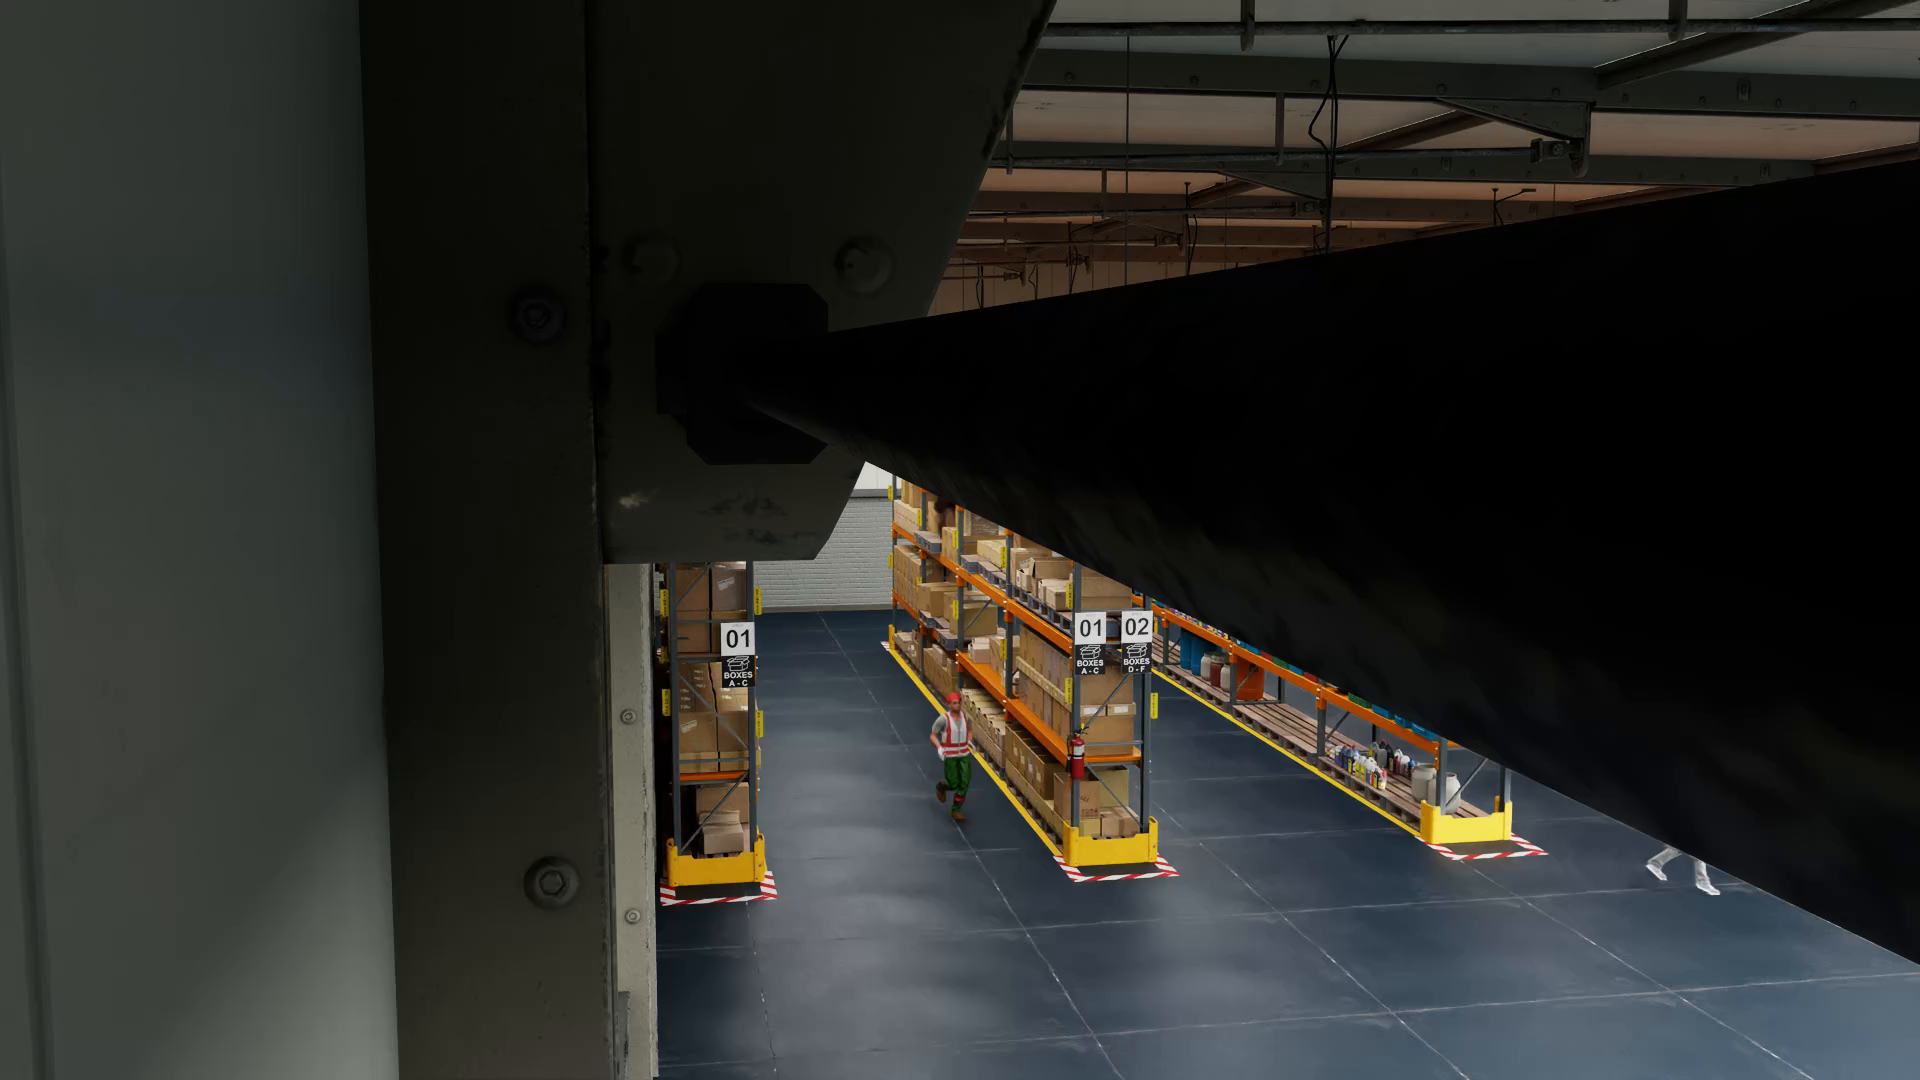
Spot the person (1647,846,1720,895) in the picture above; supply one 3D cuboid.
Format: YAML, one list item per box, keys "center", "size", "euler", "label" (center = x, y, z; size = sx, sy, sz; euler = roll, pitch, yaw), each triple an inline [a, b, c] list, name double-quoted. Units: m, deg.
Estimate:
- center: [8.675, 3.390, 19.881]
  size: [0.820, 1.613, 0.524]
  euler: [3, 7, 25]
  label: "person"

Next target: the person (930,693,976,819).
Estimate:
- center: [-0.081, 2.975, 23.083]
  size: [0.655, 1.739, 0.638]
  euler: [-3, 7, -26]
  label: "person"
